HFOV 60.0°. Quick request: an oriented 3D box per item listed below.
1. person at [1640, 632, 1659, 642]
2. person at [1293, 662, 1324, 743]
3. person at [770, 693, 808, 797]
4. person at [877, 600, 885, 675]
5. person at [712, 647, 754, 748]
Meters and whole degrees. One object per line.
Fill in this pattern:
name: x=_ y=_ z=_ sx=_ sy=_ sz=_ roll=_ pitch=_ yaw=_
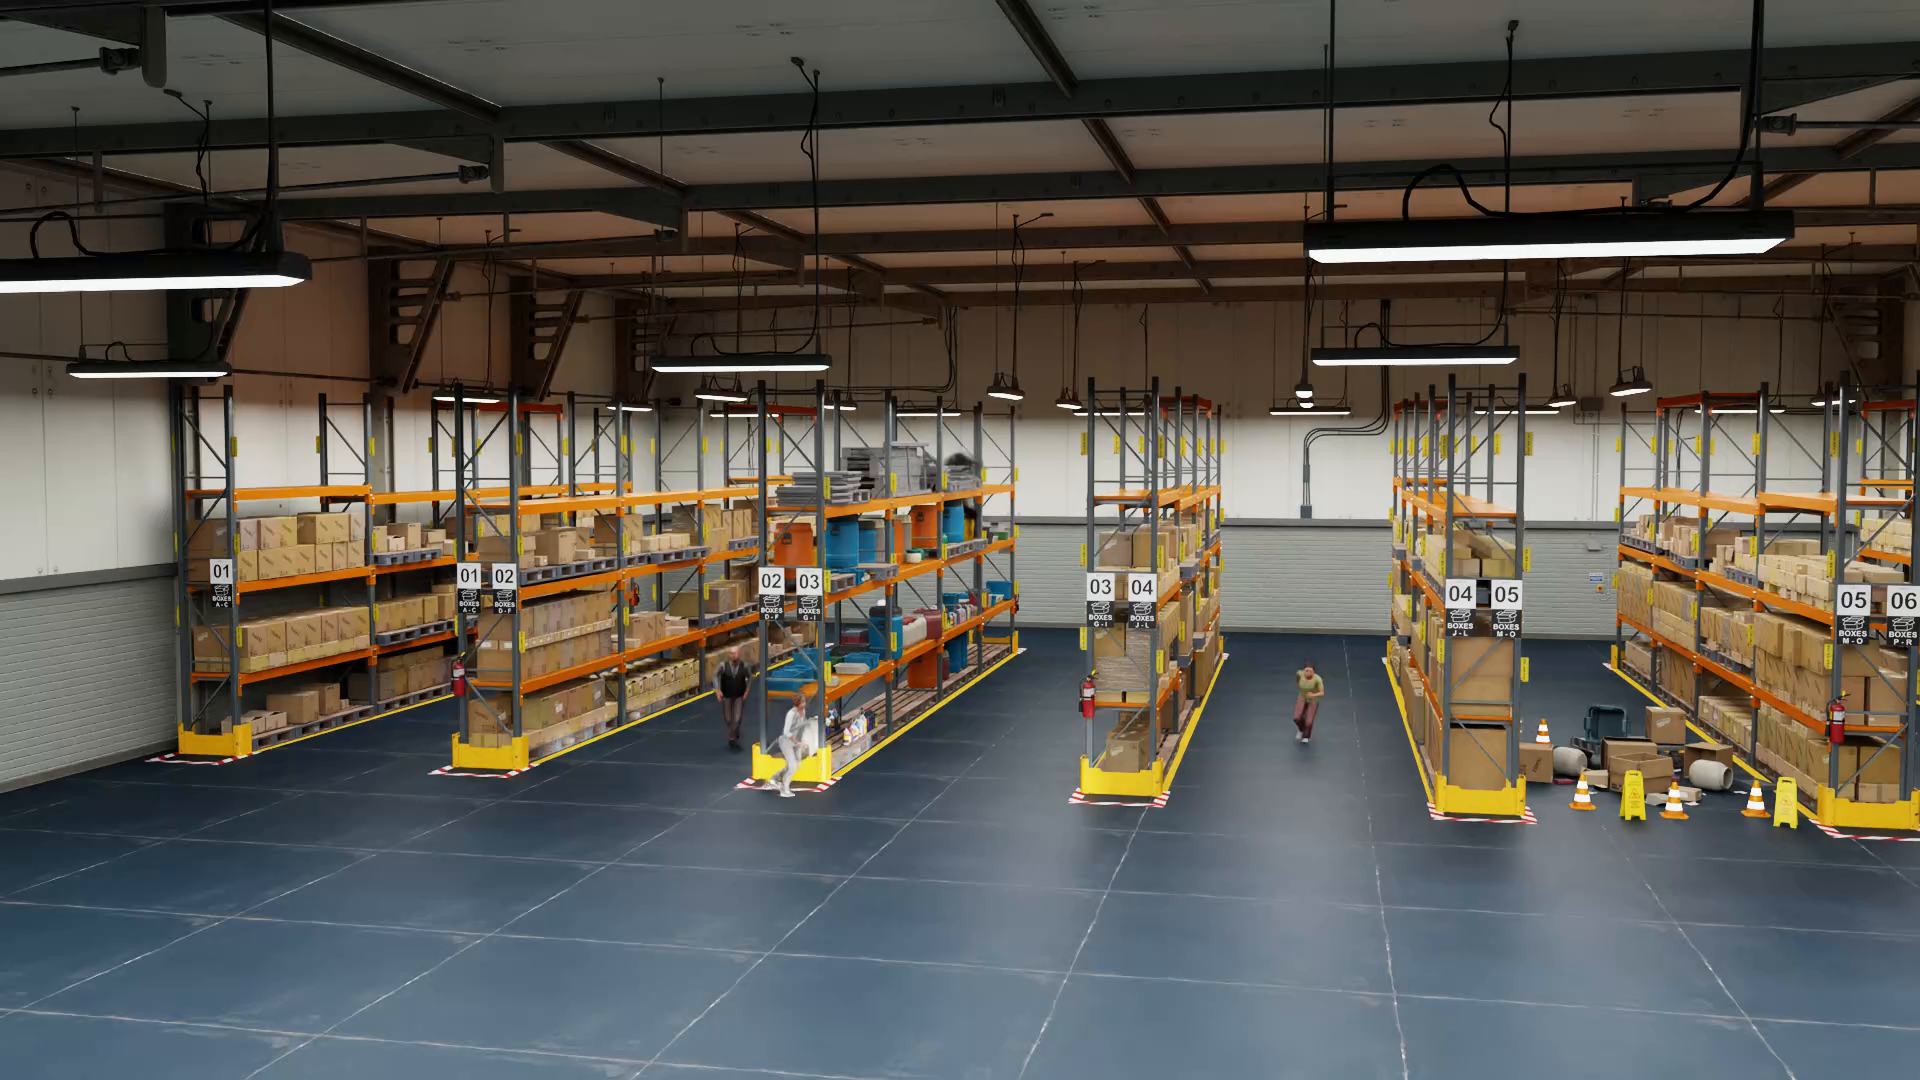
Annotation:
person: x=16.256 y=1.975 z=38.945 sx=0.911 sy=1.681 sz=0.600 roll=0 pitch=3 yaw=3
person: x=5.823 y=2.720 z=27.781 sx=0.574 sy=1.431 sz=0.937 roll=1 pitch=3 yaw=22
person: x=-2.451 y=2.915 z=23.700 sx=0.685 sy=1.522 sz=0.510 roll=1 pitch=3 yaw=24
person: x=-1.666 y=2.121 z=36.505 sx=0.652 sy=1.682 sz=0.861 roll=0 pitch=3 yaw=-5
person: x=-3.794 y=2.613 z=27.885 sx=0.694 sy=1.687 sz=0.582 roll=0 pitch=3 yaw=-5
